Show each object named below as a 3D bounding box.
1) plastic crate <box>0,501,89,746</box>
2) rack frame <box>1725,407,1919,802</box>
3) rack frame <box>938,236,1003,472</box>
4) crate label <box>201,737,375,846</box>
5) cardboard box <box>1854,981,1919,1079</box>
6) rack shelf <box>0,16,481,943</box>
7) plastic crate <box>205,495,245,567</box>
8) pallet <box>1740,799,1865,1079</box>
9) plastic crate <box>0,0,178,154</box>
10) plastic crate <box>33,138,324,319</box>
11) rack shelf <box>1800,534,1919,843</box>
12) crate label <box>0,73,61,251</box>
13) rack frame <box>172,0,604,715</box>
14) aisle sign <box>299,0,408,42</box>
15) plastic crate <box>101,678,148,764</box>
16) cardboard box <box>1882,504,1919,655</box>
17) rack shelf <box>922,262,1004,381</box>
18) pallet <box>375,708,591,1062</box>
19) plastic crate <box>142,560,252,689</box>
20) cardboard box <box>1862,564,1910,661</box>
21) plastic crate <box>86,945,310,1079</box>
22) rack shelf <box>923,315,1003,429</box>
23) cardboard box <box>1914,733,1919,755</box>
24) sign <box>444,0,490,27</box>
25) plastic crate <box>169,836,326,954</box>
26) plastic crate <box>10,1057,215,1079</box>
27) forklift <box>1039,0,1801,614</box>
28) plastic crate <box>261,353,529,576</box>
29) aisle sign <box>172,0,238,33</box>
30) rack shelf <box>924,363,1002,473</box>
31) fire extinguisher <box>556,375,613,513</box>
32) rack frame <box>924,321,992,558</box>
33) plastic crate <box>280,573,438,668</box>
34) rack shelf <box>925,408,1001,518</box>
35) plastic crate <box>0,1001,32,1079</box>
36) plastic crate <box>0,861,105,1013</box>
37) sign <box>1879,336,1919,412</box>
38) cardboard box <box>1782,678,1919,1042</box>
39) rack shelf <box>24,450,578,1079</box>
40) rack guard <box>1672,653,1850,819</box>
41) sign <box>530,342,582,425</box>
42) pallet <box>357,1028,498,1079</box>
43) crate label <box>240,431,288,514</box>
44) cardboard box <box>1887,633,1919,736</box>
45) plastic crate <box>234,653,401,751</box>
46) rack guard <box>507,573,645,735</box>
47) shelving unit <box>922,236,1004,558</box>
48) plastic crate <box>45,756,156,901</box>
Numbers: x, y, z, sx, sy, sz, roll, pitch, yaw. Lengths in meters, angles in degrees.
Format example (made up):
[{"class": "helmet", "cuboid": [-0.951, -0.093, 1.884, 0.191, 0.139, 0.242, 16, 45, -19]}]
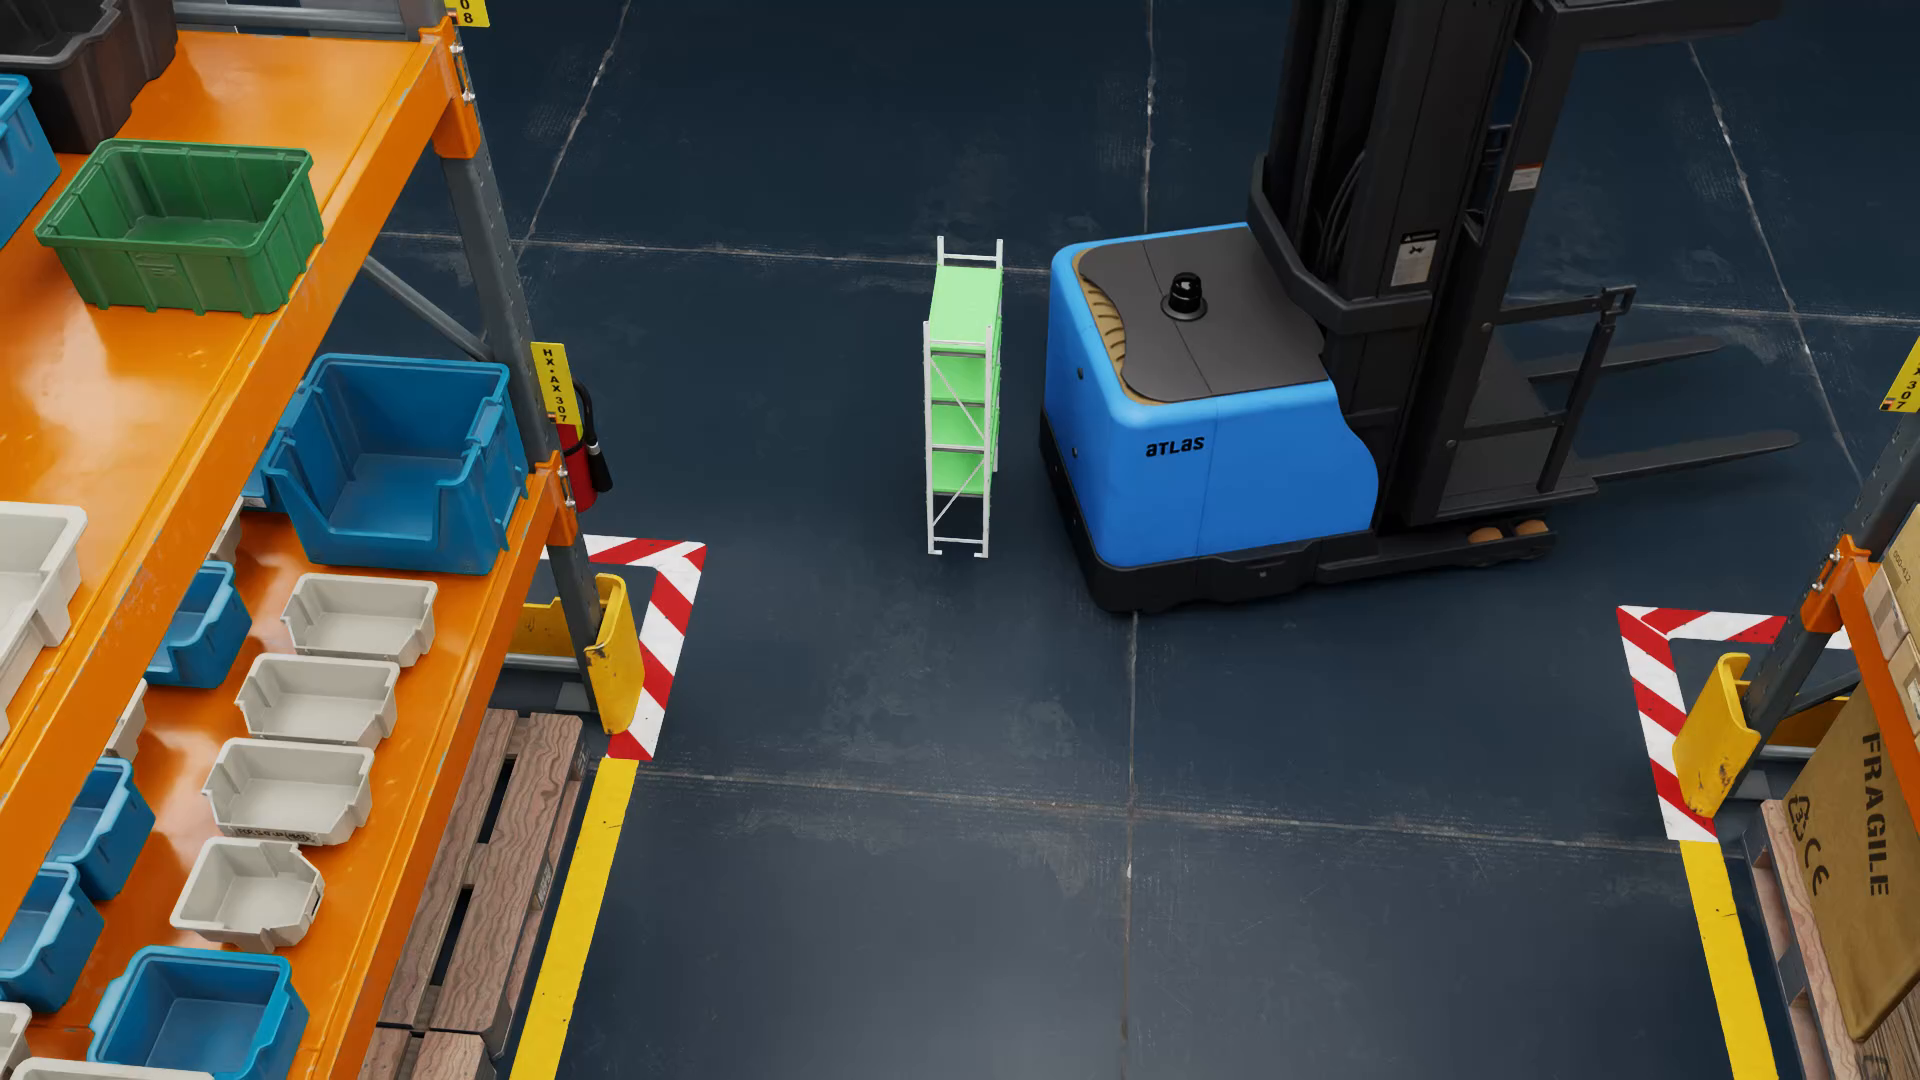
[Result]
[{"class": "plastic crate", "cuboid": [-1.713, 0.170, 2.707, 0.437, 0.136, 0.530, 4, 48, 4]}, {"class": "rack frame", "cuboid": [3.160, -0.108, 4.816, 1.000, 3.000, 0.127, 4, 48, 4]}, {"class": "rack frame", "cuboid": [0.037, -0.706, 6.583, 0.240, 1.200, 0.015, 4, 48, 4]}, {"class": "crate label", "cuboid": [-1.708, 0.657, 4.254, 0.396, 0.136, 0.243, 4, 48, 4]}, {"class": "cardboard box", "cuboid": [3.099, 1.611, 4.399, 0.875, 0.875, 0.875, 4, 48, 4]}, {"class": "rack shelf", "cuboid": [-1.954, 0.259, 2.935, 1.077, 0.370, 4.000, 4, 48, 4]}, {"class": "plastic crate", "cuboid": [-2.234, 0.017, 4.840, 0.250, 0.136, 0.298, 4, 48, 4]}, {"class": "pallet", "cuboid": [3.165, 1.426, 5.303, 1.003, 0.211, 1.213, 4, 48, 4]}, {"class": "plastic crate", "cuboid": [-2.085, -1.146, 3.821, 0.497, 0.269, 0.590, 4, 48, 4]}, {"class": "plastic crate", "cuboid": [-1.578, -0.638, 3.412, 0.450, 0.188, 0.336, 4, 48, 4]}, {"class": "rack shelf", "cuboid": [2.978, 1.604, 3.738, 1.077, 0.370, 4.000, 4, 48, 4]}, {"class": "crate label", "cuboid": [-2.178, -0.747, 3.469, 0.408, 0.251, 0.502, 4, 48, 4]}, {"class": "rack frame", "cuboid": [-1.772, -0.441, 5.121, 1.000, 3.000, 0.127, 4, 48, 4]}, {"class": "aisle sign", "cuboid": [-1.474, -1.352, 4.192, 0.394, 0.787, 0.004, 4, 48, 4]}, {"class": "plastic crate", "cuboid": [-2.296, 0.515, 4.384, 0.250, 0.136, 0.298, 4, 48, 4]}, {"class": "cardboard box", "cuboid": [2.848, 0.176, 4.456, 0.500, 0.250, 0.500, 3, 48, 2]}, {"class": "rack shelf", "cuboid": [0.015, -0.807, 6.111, 0.258, 0.148, 0.480, 4, 48, 4]}, {"class": "pallet", "cuboid": [-1.886, 1.103, 5.598, 1.003, 0.211, 1.213, 4, 48, 4]}, {"class": "plastic crate", "cuboid": [-2.182, 0.238, 4.573, 0.416, 0.233, 0.300, 4, 48, 4]}, {"class": "cardboard box", "cuboid": [2.799, 0.215, 4.691, 0.380, 0.149, 0.250, 4, 48, 4]}, {"class": "plastic crate", "cuboid": [-1.704, 1.121, 3.765, 0.416, 0.233, 0.300, 4, 48, 4]}, {"class": "rack shelf", "cuboid": [0.015, -0.645, 6.289, 0.258, 0.148, 0.480, 4, 48, 4]}, {"class": "cardboard box", "cuboid": [2.754, 0.592, 4.346, 0.380, 0.149, 0.250, 3, 48, 3]}, {"class": "sign", "cuboid": [-1.223, -1.393, 4.030, 0.100, 0.325, 0.005, 4, 48, 4]}, {"class": "plastic crate", "cuboid": [-1.716, 0.876, 4.054, 0.298, 0.136, 0.250, 4, 48, 4]}, {"class": "plastic crate", "cuboid": [-1.814, 1.408, 3.469, 0.437, 0.282, 0.530, 4, 48, 4]}, {"class": "forklift", "cuboid": [1.904, -1.257, 5.914, 3.031, 2.935, 1.130, -9, 48, -8]}, {"class": "plastic crate", "cuboid": [-1.616, -0.215, 4.849, 0.616, 0.435, 0.499, 4, 48, 4]}, {"class": "aisle sign", "cuboid": [-2.061, -1.392, 4.228, 0.394, 0.787, 0.004, 4, 48, 4]}, {"class": "rack shelf", "cuboid": [0.015, -0.483, 6.466, 0.258, 0.148, 0.480, 4, 48, 4]}, {"class": "fire extinguisher", "cuboid": [-1.306, -0.370, 5.361, 0.296, 0.674, 0.183, 4, 48, 4]}, {"class": "rack frame", "cuboid": [-0.007, -0.347, 6.255, 0.240, 1.200, 0.015, 4, 48, 4]}, {"class": "plastic crate", "cuboid": [-1.666, 0.239, 4.637, 0.396, 0.136, 0.243, 4, 48, 4]}, {"class": "rack shelf", "cuboid": [0.015, -0.321, 6.643, 0.258, 0.148, 0.480, 4, 48, 4]}, {"class": "plastic crate", "cuboid": [-2.277, 1.267, 3.697, 0.293, 0.136, 0.466, 4, 48, 4]}, {"class": "plastic crate", "cuboid": [-2.270, 0.942, 3.928, 0.416, 0.233, 0.300, 4, 48, 4]}, {"class": "sign", "cuboid": [2.608, -0.469, 4.506, 0.100, 0.325, 0.005, 4, 48, 4]}, {"class": "cardboard box", "cuboid": [3.182, 0.943, 5.010, 0.875, 0.875, 0.875, 4, 48, 4]}, {"class": "rack shelf", "cuboid": [-1.954, 1.271, 4.042, 1.077, 0.370, 4.000, 4, 48, 4]}, {"class": "rack guard", "cuboid": [3.163, 0.718, 5.755, 1.175, 0.500, 0.348, 4, 48, 4]}, {"class": "sign", "cuboid": [-1.223, -0.471, 5.038, 0.100, 0.325, 0.005, 4, 48, 4]}, {"class": "pallet", "cuboid": [-2.000, 1.997, 4.780, 1.003, 0.211, 1.213, 4, 48, 4]}, {"class": "crate label", "cuboid": [-2.122, -0.246, 5.015, 0.416, 0.233, 0.303, 4, 48, 4]}, {"class": "cardboard box", "cuboid": [2.777, 0.404, 4.518, 0.380, 0.149, 0.250, 3, 48, 3]}, {"class": "plastic crate", "cuboid": [-1.707, 0.451, 4.443, 0.396, 0.136, 0.243, 4, 48, 4]}, {"class": "rack guard", "cuboid": [-1.783, 0.384, 6.060, 1.175, 0.500, 0.348, 4, 48, 4]}, {"class": "shelving unit", "cuboid": [0.015, -0.527, 6.419, 0.258, 1.200, 0.503, 4, 48, 4]}, {"class": "plastic crate", "cuboid": [-2.242, 0.722, 4.130, 0.416, 0.233, 0.300, 4, 48, 4]}]
